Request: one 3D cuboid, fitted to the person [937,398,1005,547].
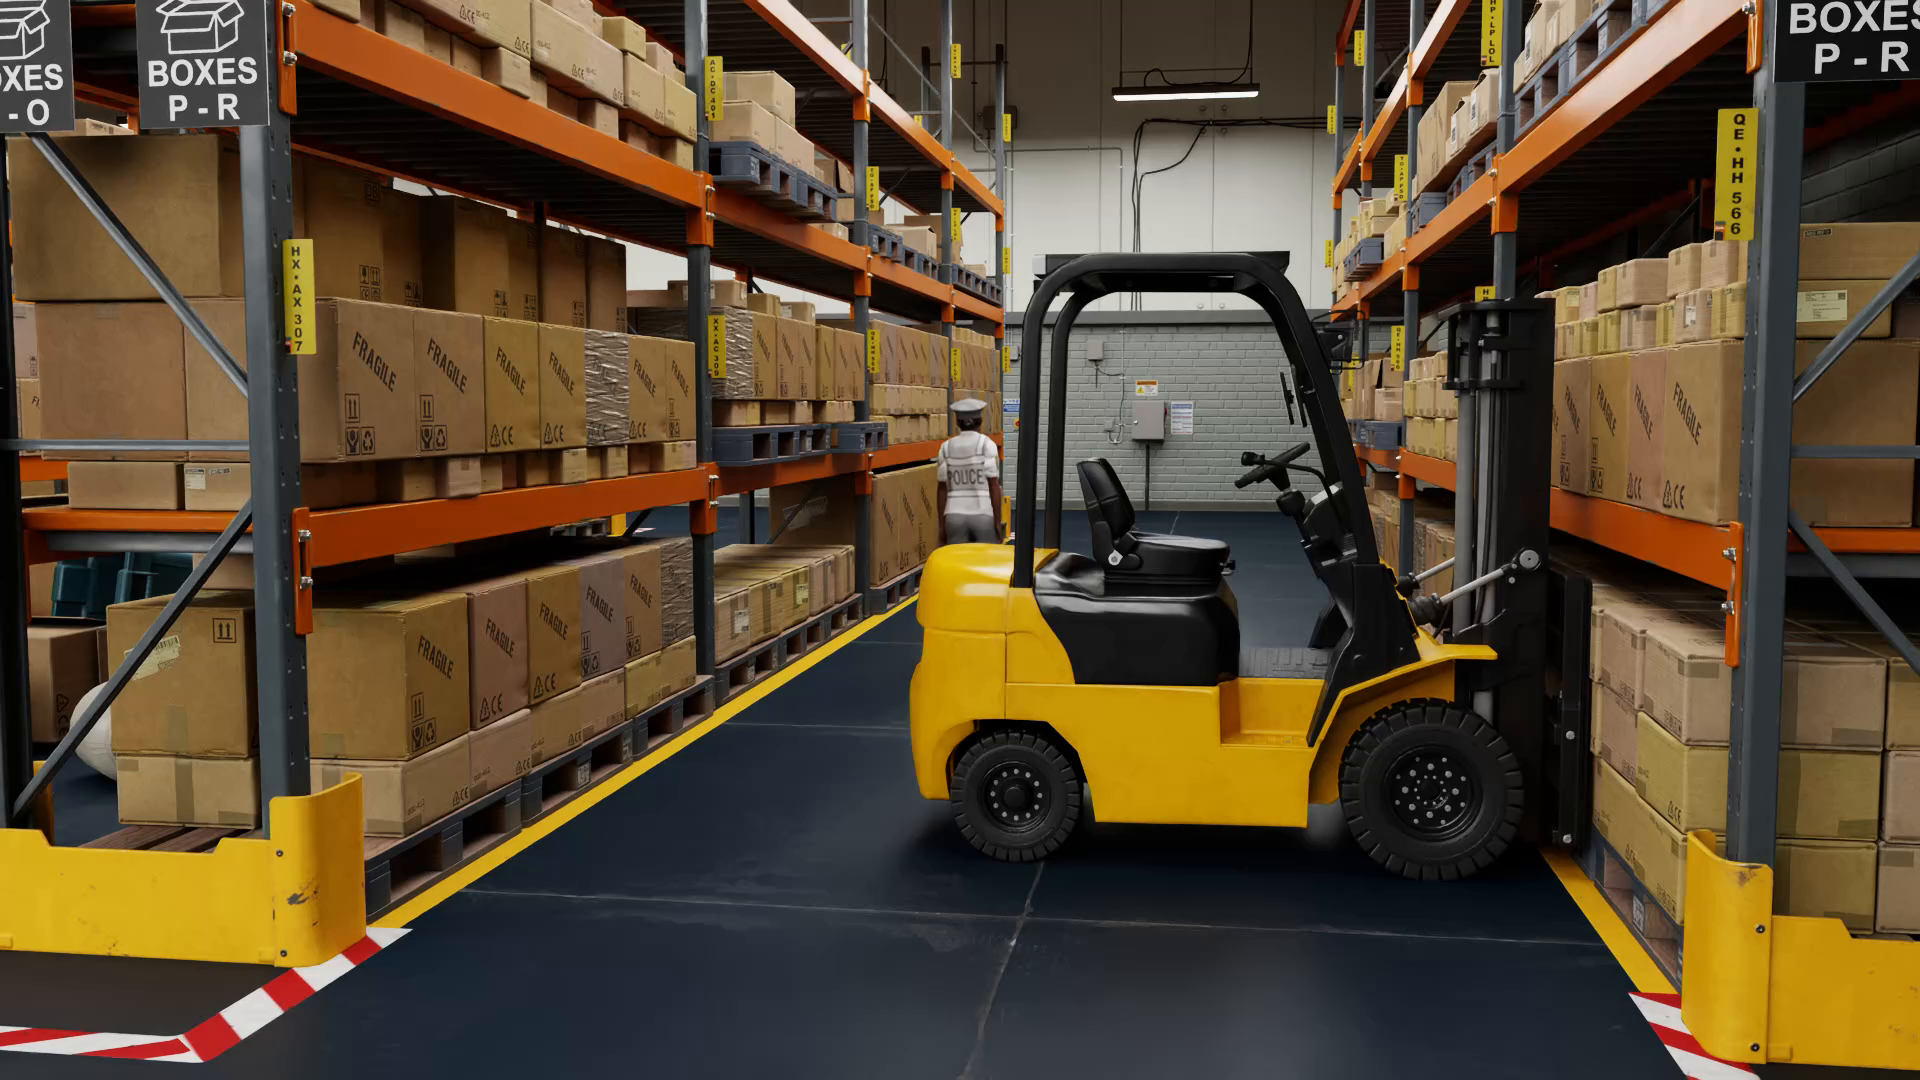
[{"bbox_3d":[0.075,-0.103,11.037,0.517,1.667,0.501,2,5,19],"label":"person"}]
